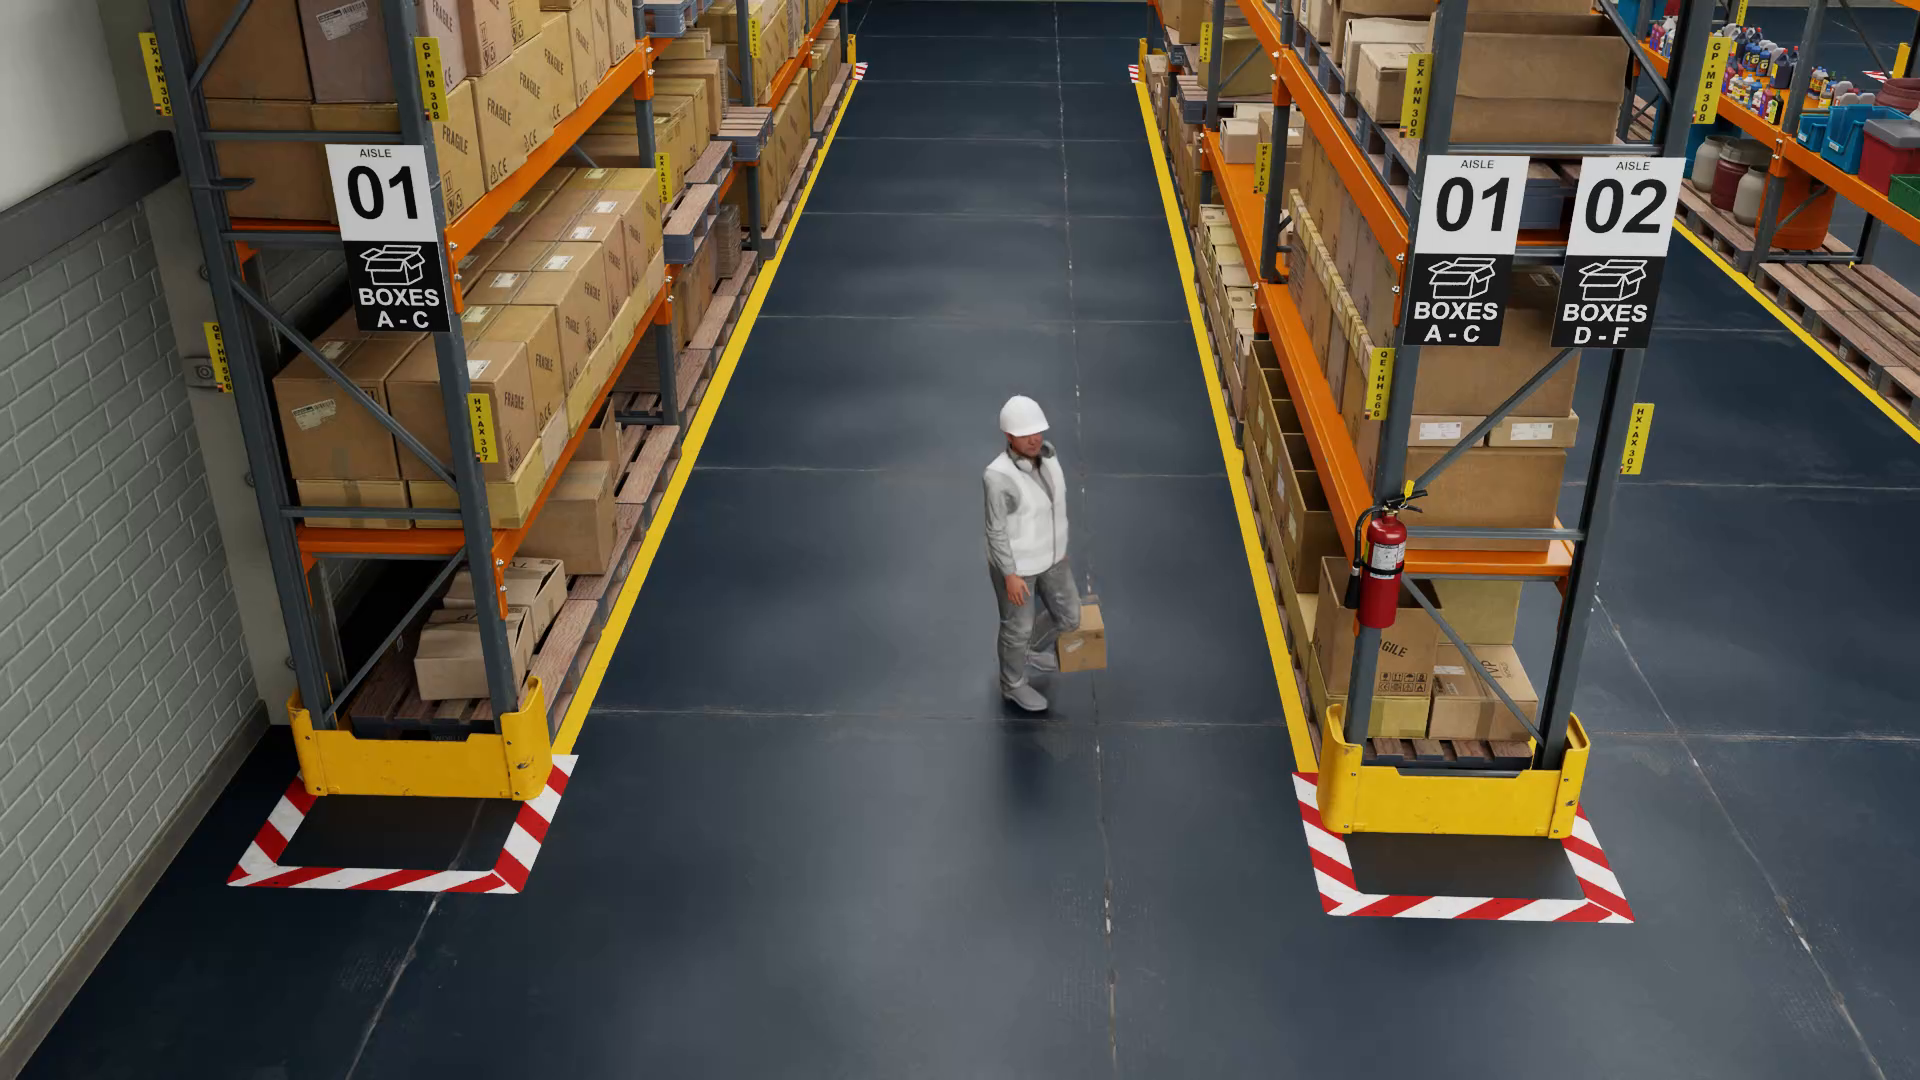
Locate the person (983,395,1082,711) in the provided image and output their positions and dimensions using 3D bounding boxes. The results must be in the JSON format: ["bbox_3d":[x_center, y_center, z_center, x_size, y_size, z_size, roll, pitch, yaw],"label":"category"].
[{"bbox_3d":[0.343,0.072,8.439,0.431,1.772,0.628,22,35,36],"label":"person"}]
